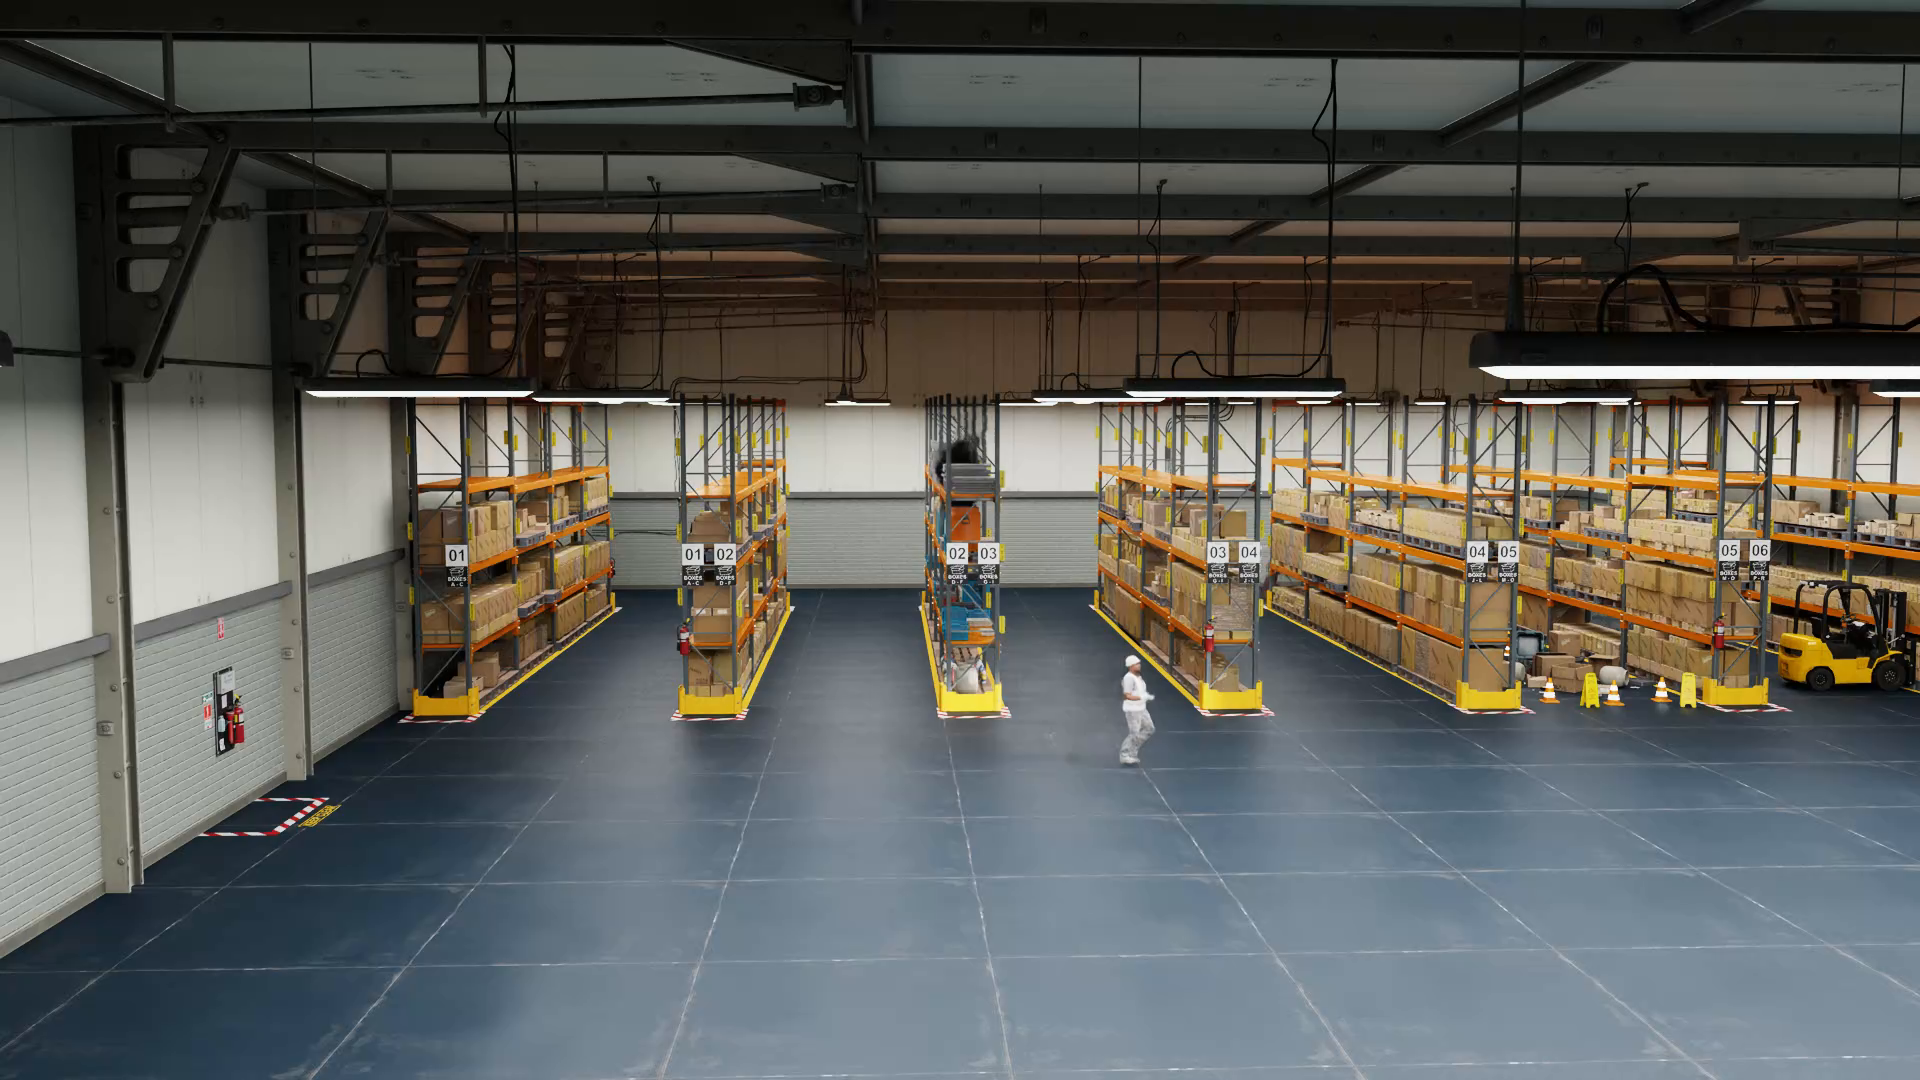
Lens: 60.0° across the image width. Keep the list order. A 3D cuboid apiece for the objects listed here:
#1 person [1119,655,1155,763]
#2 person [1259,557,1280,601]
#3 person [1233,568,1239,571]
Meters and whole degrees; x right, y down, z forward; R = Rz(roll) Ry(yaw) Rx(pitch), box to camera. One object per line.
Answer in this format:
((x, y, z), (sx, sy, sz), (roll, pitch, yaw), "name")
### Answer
((2.864, 2.733, 26.673), (0.633, 1.767, 0.662), (2, 5, 25), "person")
((9.173, 0.986, 49.166), (0.927, 1.665, 0.700), (2, 5, 26), "person")
((7.711, 1.202, 46.255), (0.667, 1.787, 0.885), (0, 5, 3), "person")
